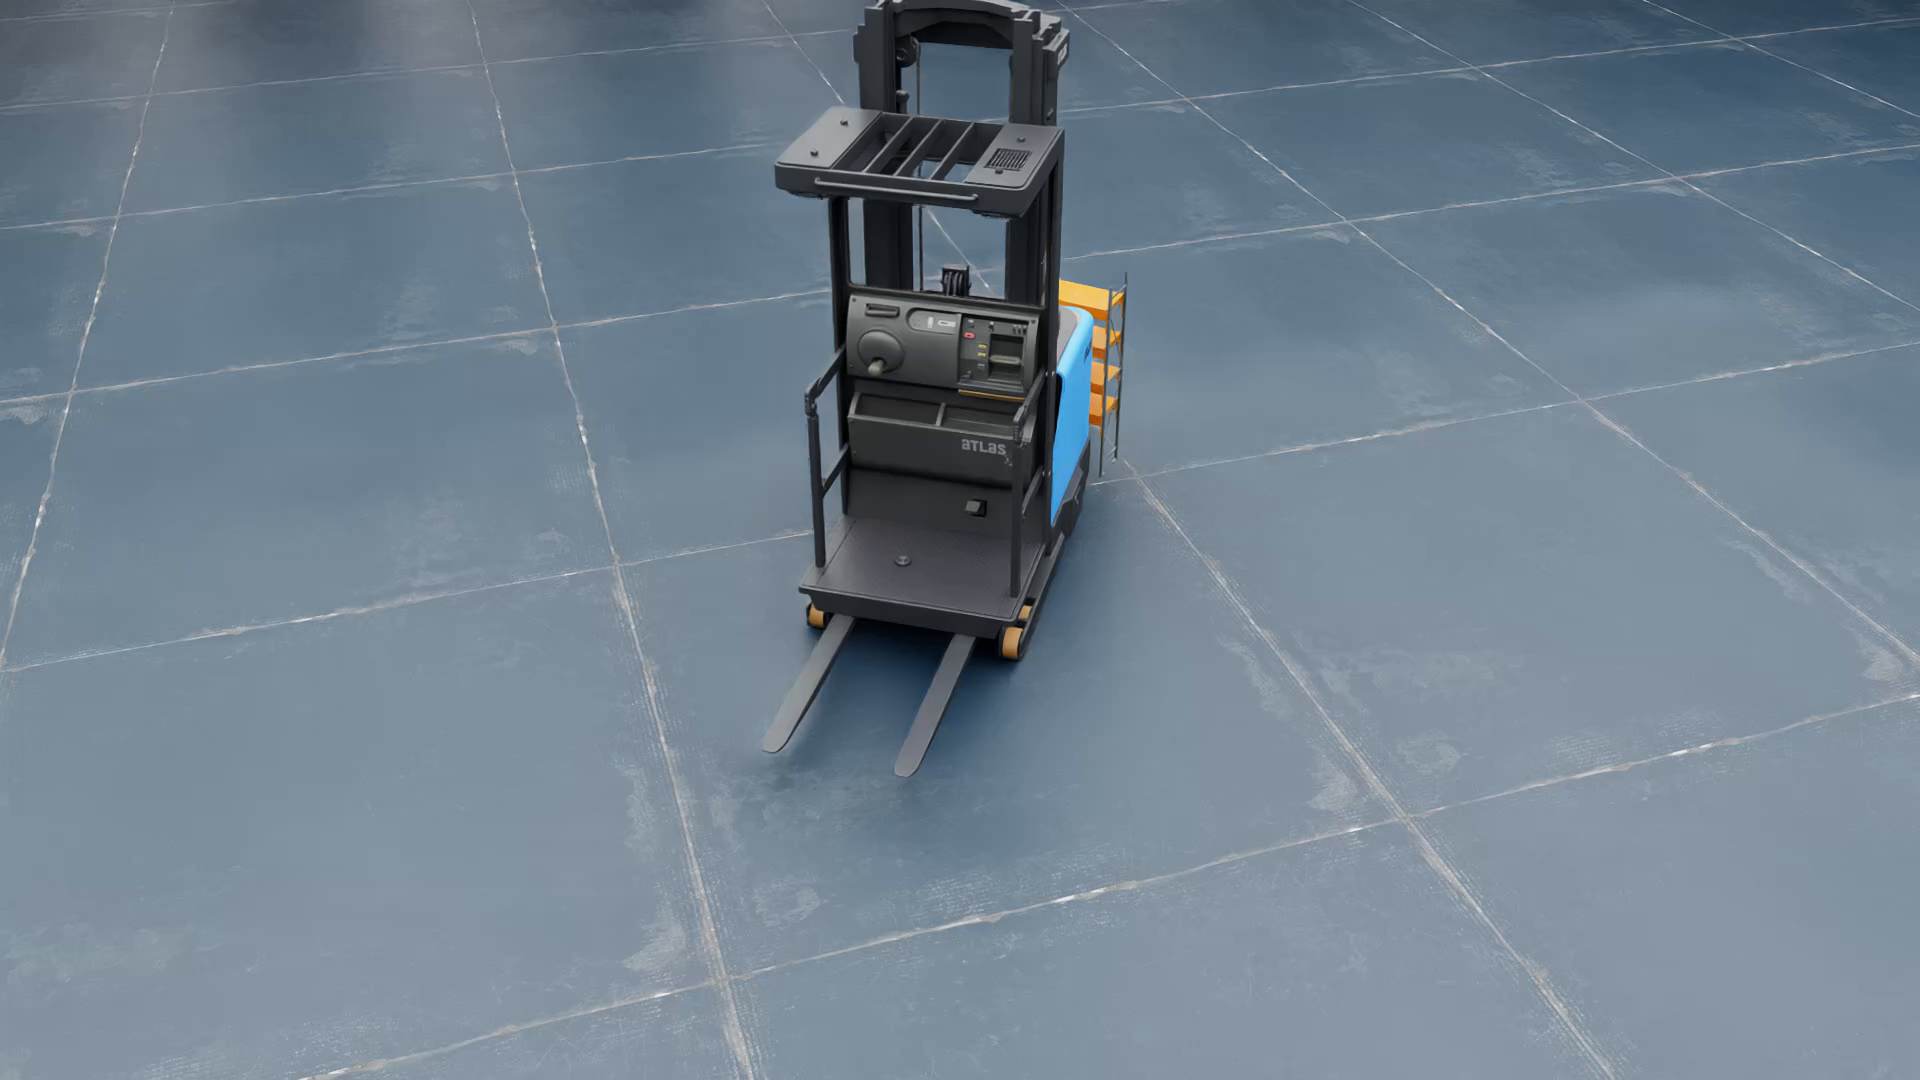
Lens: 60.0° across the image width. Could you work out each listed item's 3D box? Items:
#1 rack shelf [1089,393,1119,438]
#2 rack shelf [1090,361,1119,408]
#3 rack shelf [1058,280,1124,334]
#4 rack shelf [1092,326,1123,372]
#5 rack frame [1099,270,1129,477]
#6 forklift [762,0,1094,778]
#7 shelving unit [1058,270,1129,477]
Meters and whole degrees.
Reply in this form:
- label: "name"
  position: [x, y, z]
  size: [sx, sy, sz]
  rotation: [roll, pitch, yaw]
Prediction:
- label: "rack shelf"
  position: [0.650, -0.764, 9.619]
  size: [0.480, 0.148, 0.258]
  rotation: [16, 37, 23]
- label: "rack shelf"
  position: [0.650, -0.929, 9.509]
  size: [0.480, 0.148, 0.258]
  rotation: [16, 37, 23]
- label: "rack shelf"
  position: [0.650, -1.313, 9.255]
  size: [0.480, 0.148, 0.258]
  rotation: [16, 37, 23]
- label: "rack shelf"
  position: [0.650, -1.116, 9.386]
  size: [0.480, 0.148, 0.258]
  rotation: [16, 37, 23]
- label: "rack frame"
  position: [0.865, -0.922, 9.376]
  size: [0.015, 1.200, 0.240]
  rotation: [16, 37, 23]
- label: "forklift"
  position: [-0.143, -0.872, 7.731]
  size: [1.130, 2.935, 3.031]
  rotation: [9, 34, 13]
- label: "shelving unit"
  position: [0.650, -0.985, 9.472]
  size: [0.503, 1.200, 0.258]
  rotation: [16, 37, 23]
